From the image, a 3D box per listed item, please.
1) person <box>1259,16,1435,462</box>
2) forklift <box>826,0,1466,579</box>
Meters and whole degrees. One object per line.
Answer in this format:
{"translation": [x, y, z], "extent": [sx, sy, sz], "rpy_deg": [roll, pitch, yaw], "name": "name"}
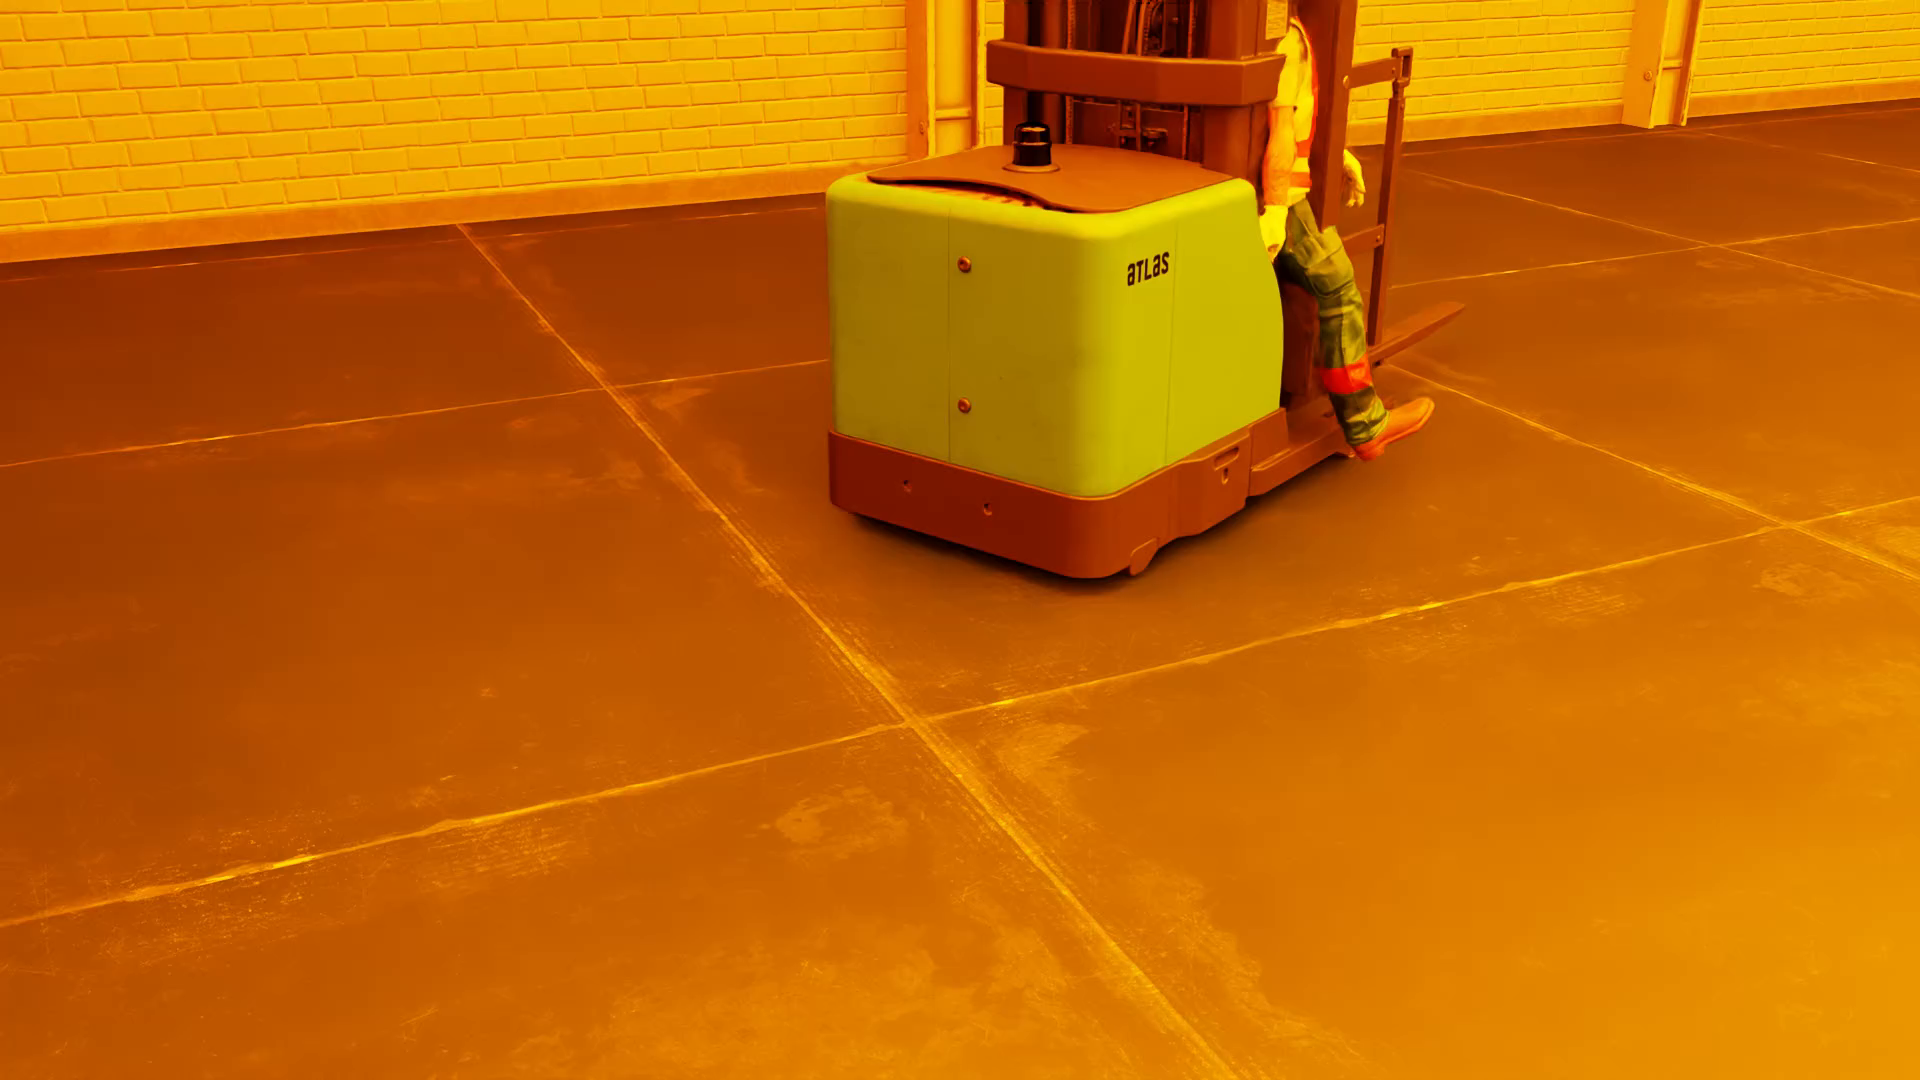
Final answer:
{"translation": [1.089, -1.089, 5.286], "extent": [0.936, 1.724, 0.686], "rpy_deg": [-2, 23, -6], "name": "person"}
{"translation": [0.895, -1.743, 5.482], "extent": [1.130, 2.935, 3.031], "rpy_deg": [17, 28, 35], "name": "forklift"}
